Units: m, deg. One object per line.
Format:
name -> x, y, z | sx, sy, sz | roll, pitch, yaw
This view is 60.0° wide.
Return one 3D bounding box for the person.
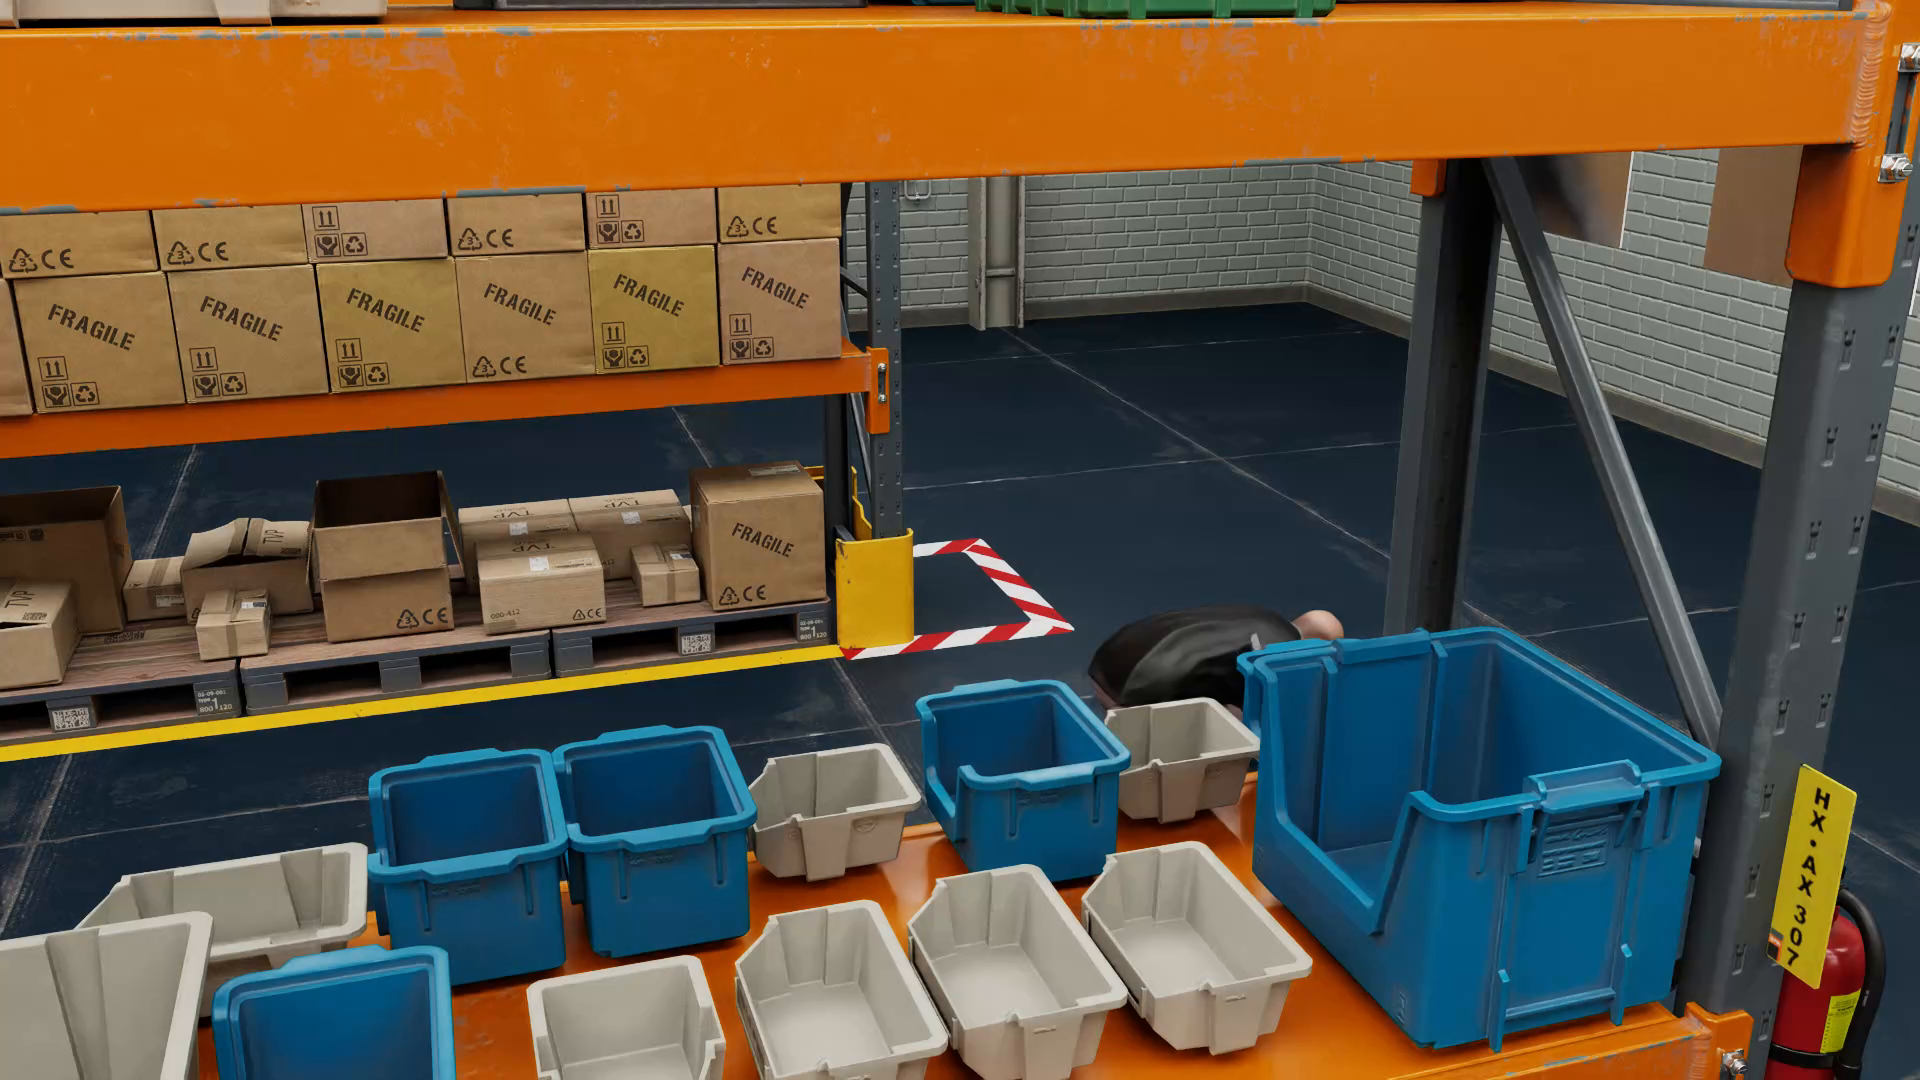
person -> 0.910, 0.611, 5.779 | 0.948, 0.815, 0.500 | -7, 20, -19
